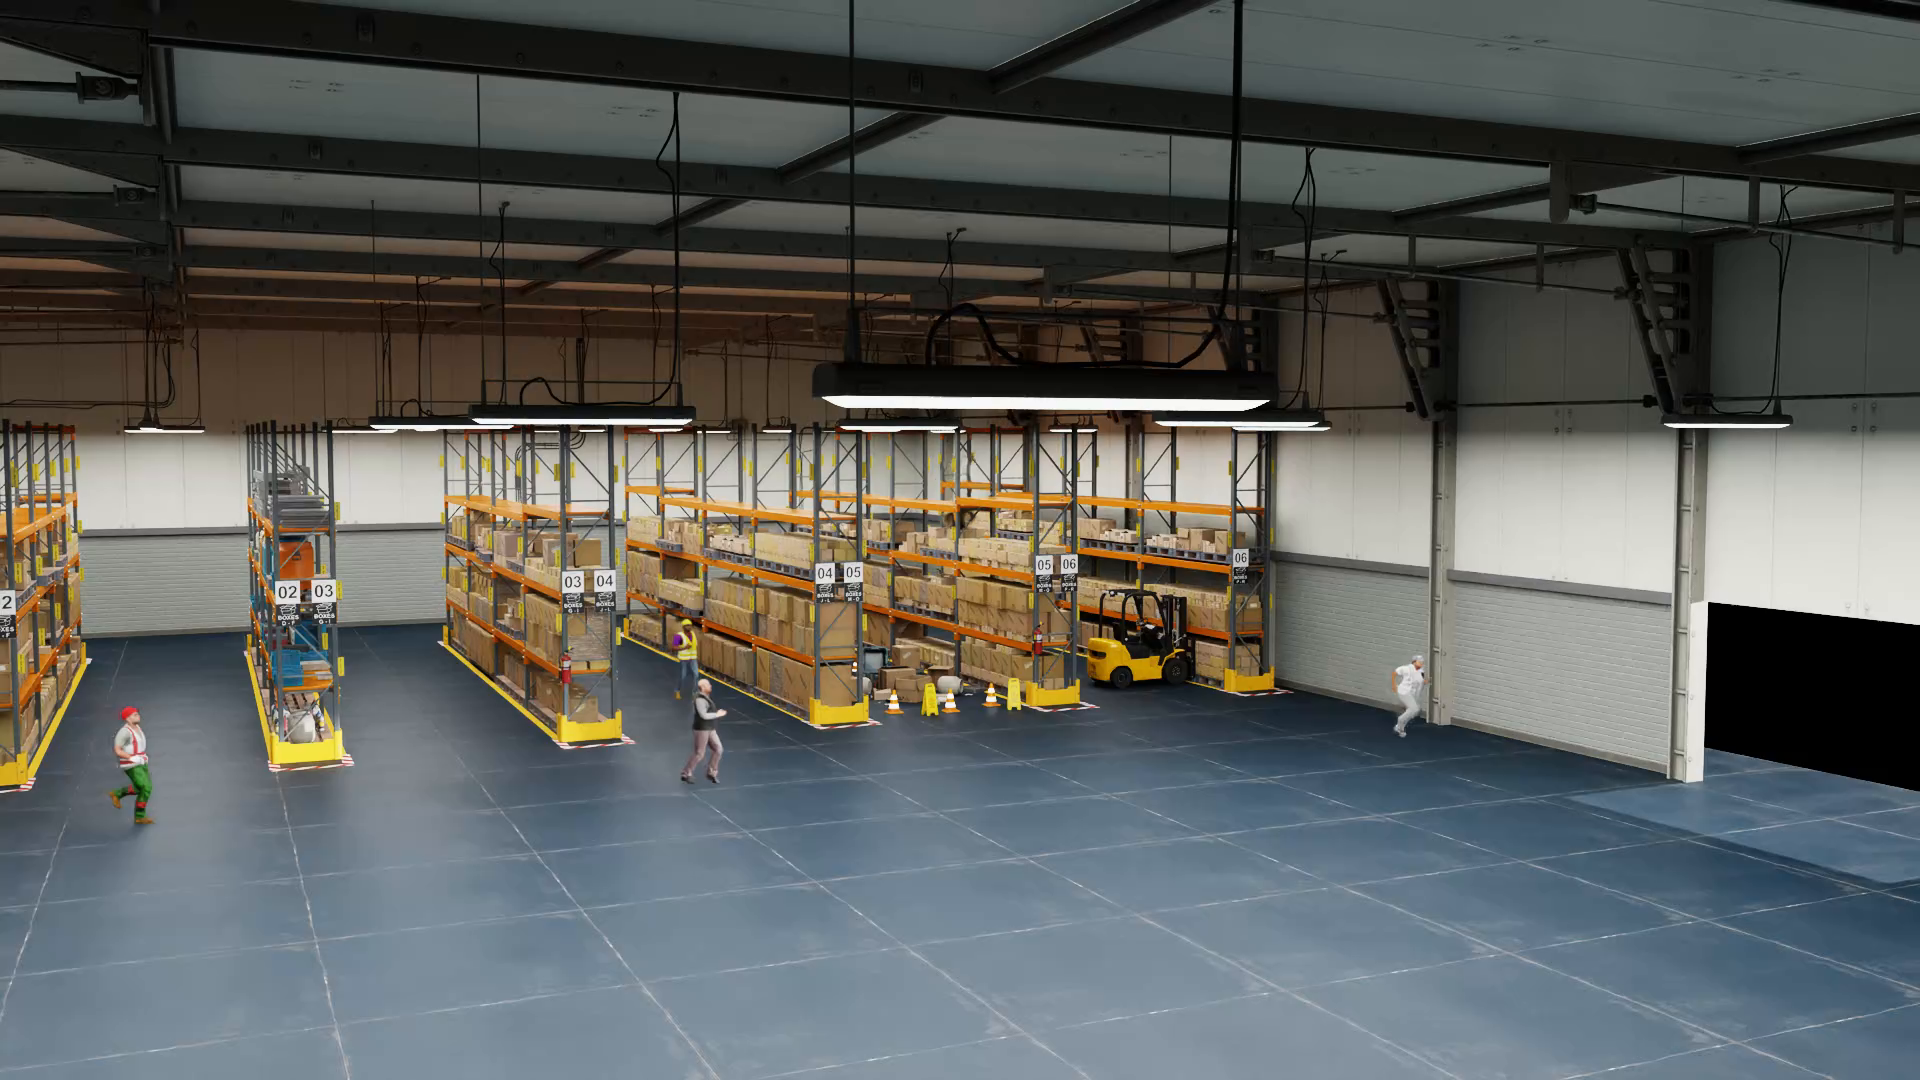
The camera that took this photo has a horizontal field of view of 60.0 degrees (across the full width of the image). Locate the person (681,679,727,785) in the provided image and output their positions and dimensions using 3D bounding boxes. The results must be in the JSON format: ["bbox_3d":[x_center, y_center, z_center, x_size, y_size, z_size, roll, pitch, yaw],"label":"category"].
[{"bbox_3d":[-4.182,3.167,27.180,0.766,1.795,0.656,0,4,5],"label":"person"}]

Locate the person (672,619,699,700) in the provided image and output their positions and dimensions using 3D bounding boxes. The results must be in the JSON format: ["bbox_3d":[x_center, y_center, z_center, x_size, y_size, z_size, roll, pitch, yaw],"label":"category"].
[{"bbox_3d":[-5.874,2.596,35.690,0.729,1.819,0.826,-3,5,-38],"label":"person"}]

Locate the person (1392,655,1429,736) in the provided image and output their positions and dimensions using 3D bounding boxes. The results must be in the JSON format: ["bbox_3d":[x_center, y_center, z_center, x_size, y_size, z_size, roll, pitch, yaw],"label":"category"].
[{"bbox_3d":[8.550,2.953,31.545,0.591,1.588,0.772,-3,4,-37],"label":"person"}]

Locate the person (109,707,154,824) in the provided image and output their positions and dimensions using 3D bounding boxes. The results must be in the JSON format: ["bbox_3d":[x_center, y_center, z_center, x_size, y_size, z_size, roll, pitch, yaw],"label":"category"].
[{"bbox_3d":[-12.266,3.327,24.563,0.665,1.736,0.688,0,4,-6],"label":"person"}]
